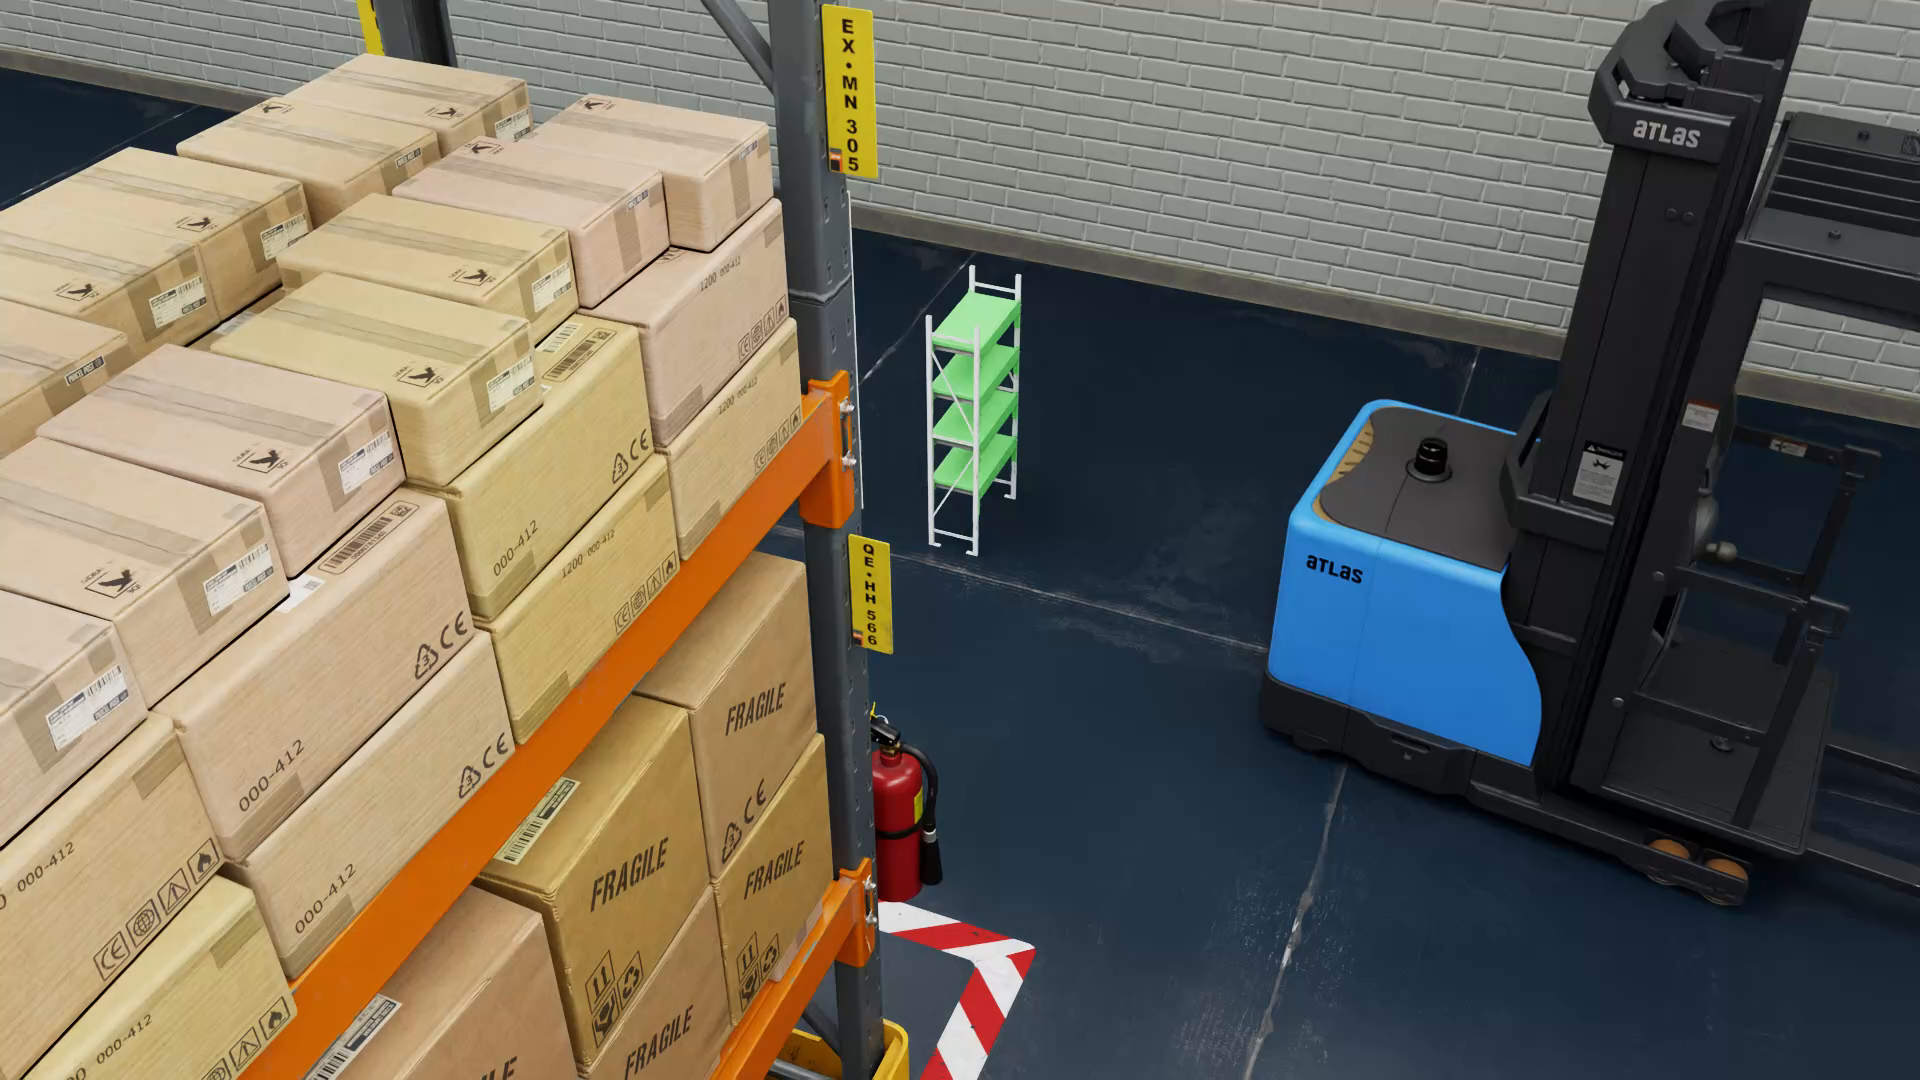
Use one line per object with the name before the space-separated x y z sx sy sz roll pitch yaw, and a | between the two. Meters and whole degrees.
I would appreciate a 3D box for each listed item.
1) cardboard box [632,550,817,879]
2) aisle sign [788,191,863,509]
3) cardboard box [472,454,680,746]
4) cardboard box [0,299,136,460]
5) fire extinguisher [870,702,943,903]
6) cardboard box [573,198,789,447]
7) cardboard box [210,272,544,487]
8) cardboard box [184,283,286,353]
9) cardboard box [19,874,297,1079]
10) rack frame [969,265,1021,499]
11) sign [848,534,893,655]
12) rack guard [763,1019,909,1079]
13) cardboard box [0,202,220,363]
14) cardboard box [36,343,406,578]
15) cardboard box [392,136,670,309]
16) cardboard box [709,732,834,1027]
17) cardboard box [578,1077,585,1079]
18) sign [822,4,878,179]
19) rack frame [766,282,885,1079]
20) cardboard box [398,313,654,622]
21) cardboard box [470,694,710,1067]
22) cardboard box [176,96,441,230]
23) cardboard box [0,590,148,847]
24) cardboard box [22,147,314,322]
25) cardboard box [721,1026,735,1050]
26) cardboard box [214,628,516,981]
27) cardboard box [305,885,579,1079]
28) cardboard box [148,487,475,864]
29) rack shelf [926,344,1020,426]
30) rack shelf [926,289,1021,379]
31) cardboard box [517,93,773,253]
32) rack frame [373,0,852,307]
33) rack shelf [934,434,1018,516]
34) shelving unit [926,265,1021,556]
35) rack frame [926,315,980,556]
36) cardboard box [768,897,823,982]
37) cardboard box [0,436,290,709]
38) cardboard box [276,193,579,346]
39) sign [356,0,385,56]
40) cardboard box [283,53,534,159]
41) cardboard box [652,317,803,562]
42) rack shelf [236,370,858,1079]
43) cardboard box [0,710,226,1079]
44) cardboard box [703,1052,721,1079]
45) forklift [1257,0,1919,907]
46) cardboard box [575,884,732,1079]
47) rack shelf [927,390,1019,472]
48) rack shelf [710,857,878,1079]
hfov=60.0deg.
cardboard box | -0.655 0.332 3.634 0.500 0.500 0.500 13 39 17
aisle sign | -0.406 -0.432 3.651 0.394 0.787 0.004 14 39 18
cardboard box | -0.827 0.036 2.816 0.500 0.250 0.500 14 39 18
cardboard box | -1.423 -0.221 2.409 0.380 0.149 0.250 15 39 19
fire extinguisher | -0.188 0.727 4.648 0.296 0.674 0.183 14 39 18
cardboard box | -0.651 -0.447 3.045 0.500 0.250 0.500 13 39 16
cardboard box | -0.847 -0.242 2.437 0.380 0.149 0.250 14 39 18
cardboard box | -1.316 -0.287 2.831 0.500 0.250 0.500 13 39 17
cardboard box | -1.212 0.606 2.053 0.500 0.250 0.500 16 40 20
rack frame | 0.156 -0.707 7.694 0.240 1.200 0.015 14 39 18
sign | -0.205 0.128 3.842 0.100 0.325 0.005 14 39 18
rack guard | -0.740 1.624 5.159 1.175 0.500 0.348 14 39 18
cardboard box | -1.422 -0.388 2.632 0.380 0.149 0.250 14 39 18
cardboard box | -1.000 -0.115 2.268 0.380 0.149 0.250 13 39 17
cardboard box | -0.730 -0.550 2.850 0.380 0.149 0.250 14 39 18
cardboard box | -0.644 0.729 3.937 0.500 0.500 0.500 15 39 19
cardboard box | -1.029 1.296 3.178 0.500 0.500 0.500 14 39 18
sign | -0.205 -0.837 3.120 0.100 0.325 0.005 14 39 18
rack frame | -0.711 0.581 4.467 1.000 3.000 0.127 14 39 18
cardboard box | -0.844 -0.164 2.666 0.500 0.250 0.500 13 39 17
cardboard box | -0.848 0.612 3.259 0.500 0.500 0.500 13 39 16
cardboard box | -1.158 -0.656 2.991 0.380 0.149 0.250 15 39 20
cardboard box | -1.172 0.178 1.876 0.380 0.149 0.250 13 39 16
cardboard box | -1.329 -0.522 2.812 0.380 0.149 0.250 14 39 18
cardboard box | -0.703 1.056 4.042 0.380 0.149 0.250 14 39 18
cardboard box | -1.028 0.308 2.453 0.500 0.250 0.500 16 39 20
cardboard box | -1.037 0.902 2.871 0.500 0.500 0.500 16 40 20
cardboard box | -1.042 0.119 2.288 0.500 0.250 0.500 14 39 18
rack shelf | 0.063 -0.713 7.408 0.258 0.148 0.480 14 39 18
rack shelf | 0.063 -0.906 7.264 0.258 0.148 0.480 14 39 18
cardboard box | -0.566 -0.669 3.009 0.380 0.149 0.250 14 39 17
rack frame | -0.711 -1.822 2.671 1.000 3.000 0.127 14 39 18
rack shelf | 0.063 -0.329 7.695 0.258 0.148 0.480 14 39 18
shelving unit | 0.063 -0.572 7.513 0.258 1.200 0.503 14 39 18
rack frame | -0.030 -0.437 7.333 0.240 1.200 0.015 14 39 18
cardboard box | -0.574 0.927 4.215 0.380 0.149 0.250 14 39 18
cardboard box | -1.082 0.033 2.070 0.380 0.149 0.250 15 39 19
cardboard box | -0.847 -0.413 2.666 0.380 0.149 0.250 13 39 16
sign | -1.213 -1.094 3.473 0.100 0.325 0.005 14 39 18
cardboard box | -1.045 -0.793 3.174 0.380 0.149 0.250 14 39 17
cardboard box | -0.639 -0.248 3.196 0.500 0.250 0.500 13 39 17
rack shelf | -1.472 0.775 2.303 1.077 0.370 4.000 14 39 18
cardboard box | -1.245 0.396 1.917 0.500 0.250 0.500 12 38 16
cardboard box | -0.784 1.198 3.851 0.380 0.149 0.250 13 39 17
forklift | 2.739 -0.226 5.604 3.031 2.935 1.130 18 41 23
cardboard box | -0.845 1.013 3.557 0.500 0.500 0.500 13 39 17
rack shelf | 0.063 -0.521 7.552 0.258 0.148 0.480 14 39 18
rack shelf | -1.472 1.977 3.201 1.077 0.370 4.000 14 39 18
